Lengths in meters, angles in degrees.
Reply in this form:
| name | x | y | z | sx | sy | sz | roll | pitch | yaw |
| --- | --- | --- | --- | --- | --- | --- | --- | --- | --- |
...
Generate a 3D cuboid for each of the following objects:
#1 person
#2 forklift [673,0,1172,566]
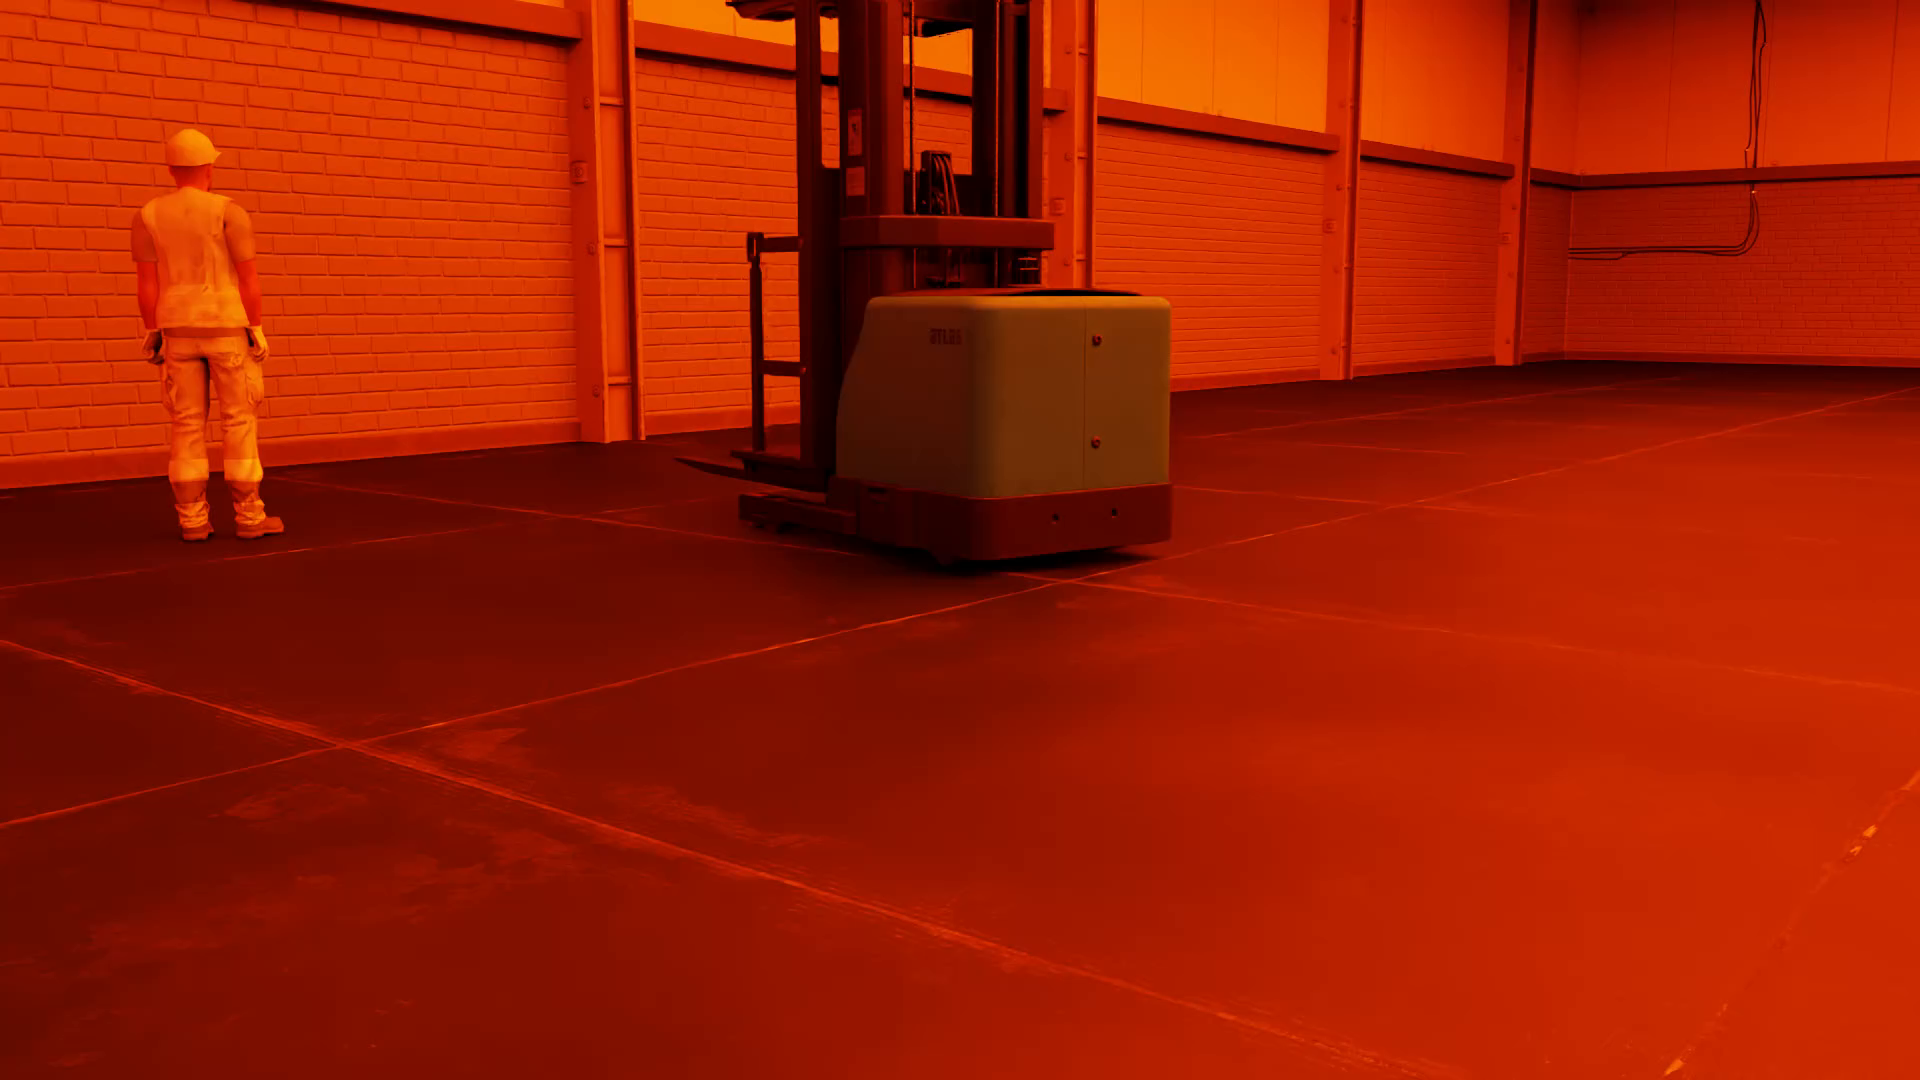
| name | x | y | z | sx | sy | sz | roll | pitch | yaw |
| --- | --- | --- | --- | --- | --- | --- | --- | --- | --- |
| person | -3.344 | -0.900 | 7.376 | 0.535 | 1.795 | 0.372 | -1 | 8 | -8 |
| forklift | -0.380 | -1.517 | 7.651 | 1.130 | 2.935 | 3.031 | -6 | 10 | -35 |
